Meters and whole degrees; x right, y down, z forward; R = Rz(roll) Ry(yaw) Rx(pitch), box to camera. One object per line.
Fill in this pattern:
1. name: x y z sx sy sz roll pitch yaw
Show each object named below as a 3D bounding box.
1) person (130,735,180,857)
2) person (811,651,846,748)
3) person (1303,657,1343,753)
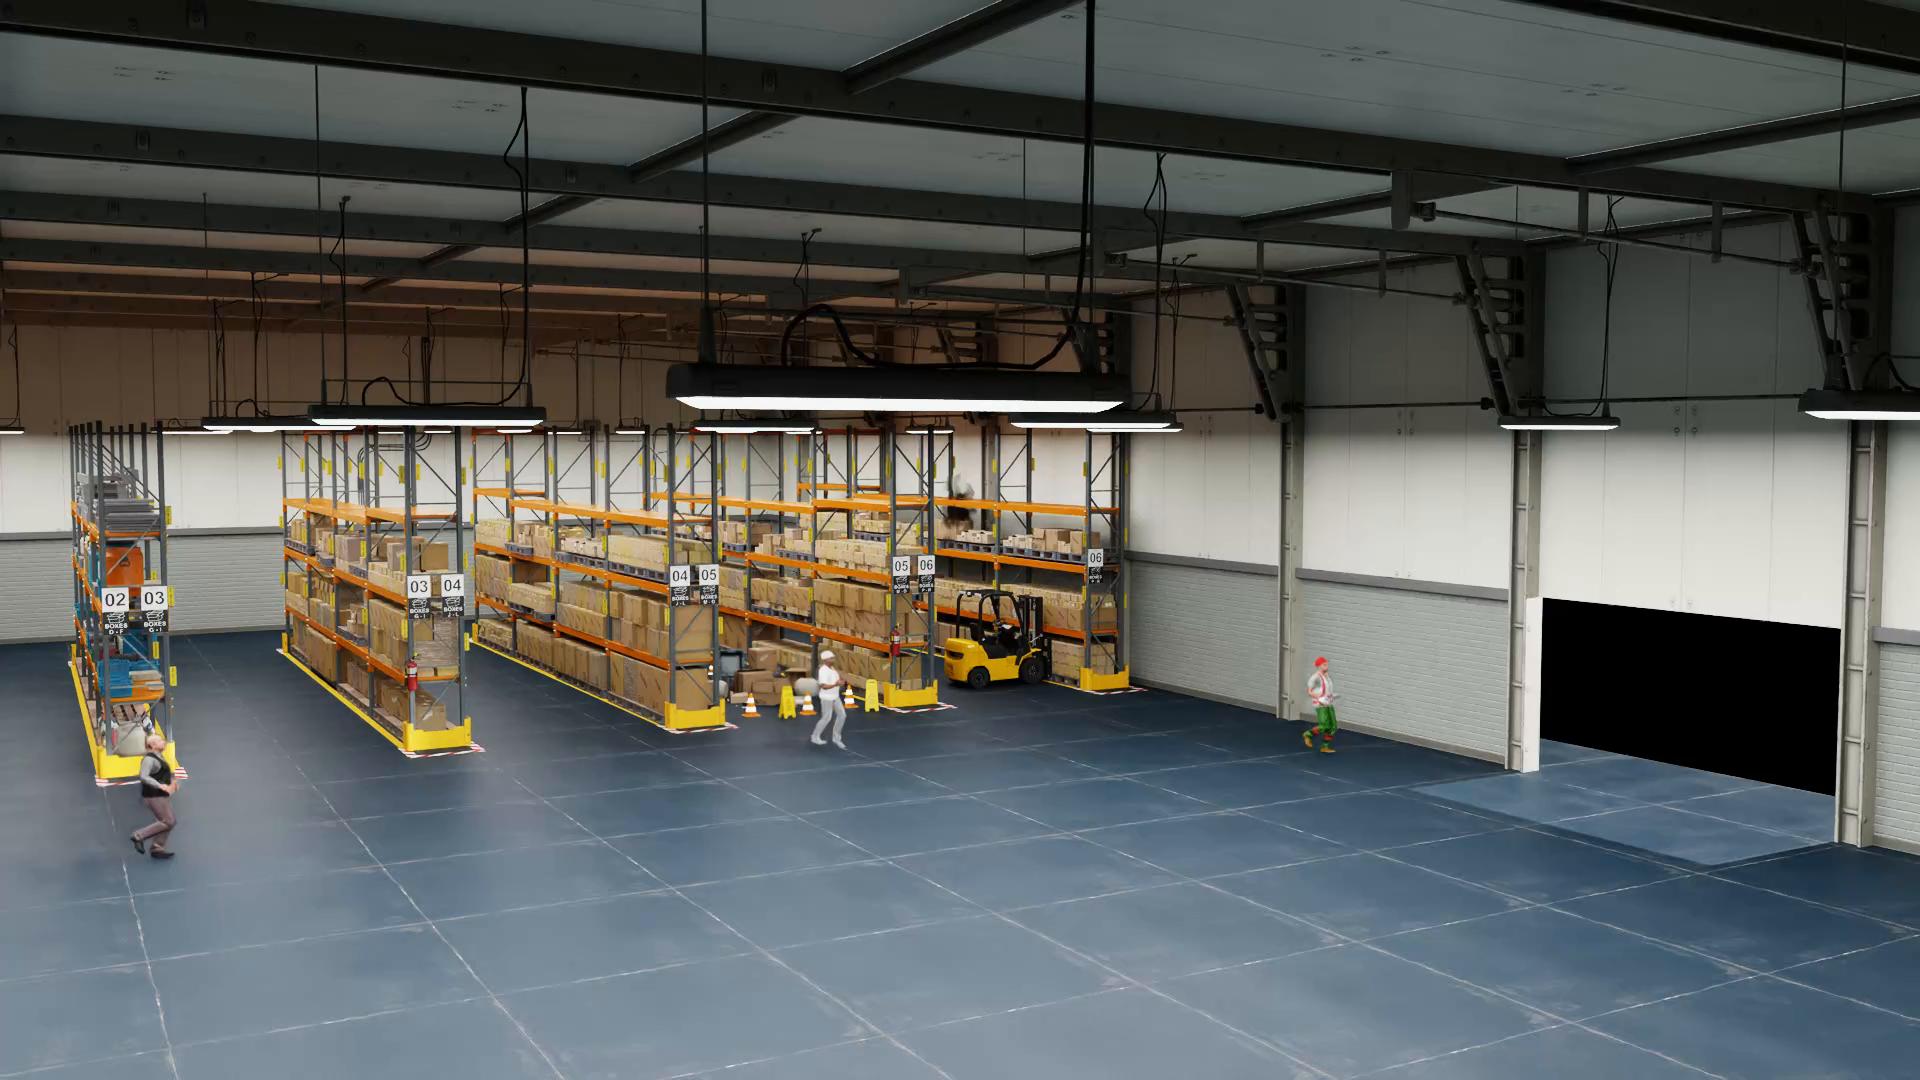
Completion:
1. person: -10.960 3.482 22.621 0.580 1.677 0.647 -1 4 -15
2. person: -2.395 2.949 30.623 0.717 1.825 0.674 1 4 19
3. person: 6.553 2.990 30.138 0.622 1.736 0.654 3 5 42
